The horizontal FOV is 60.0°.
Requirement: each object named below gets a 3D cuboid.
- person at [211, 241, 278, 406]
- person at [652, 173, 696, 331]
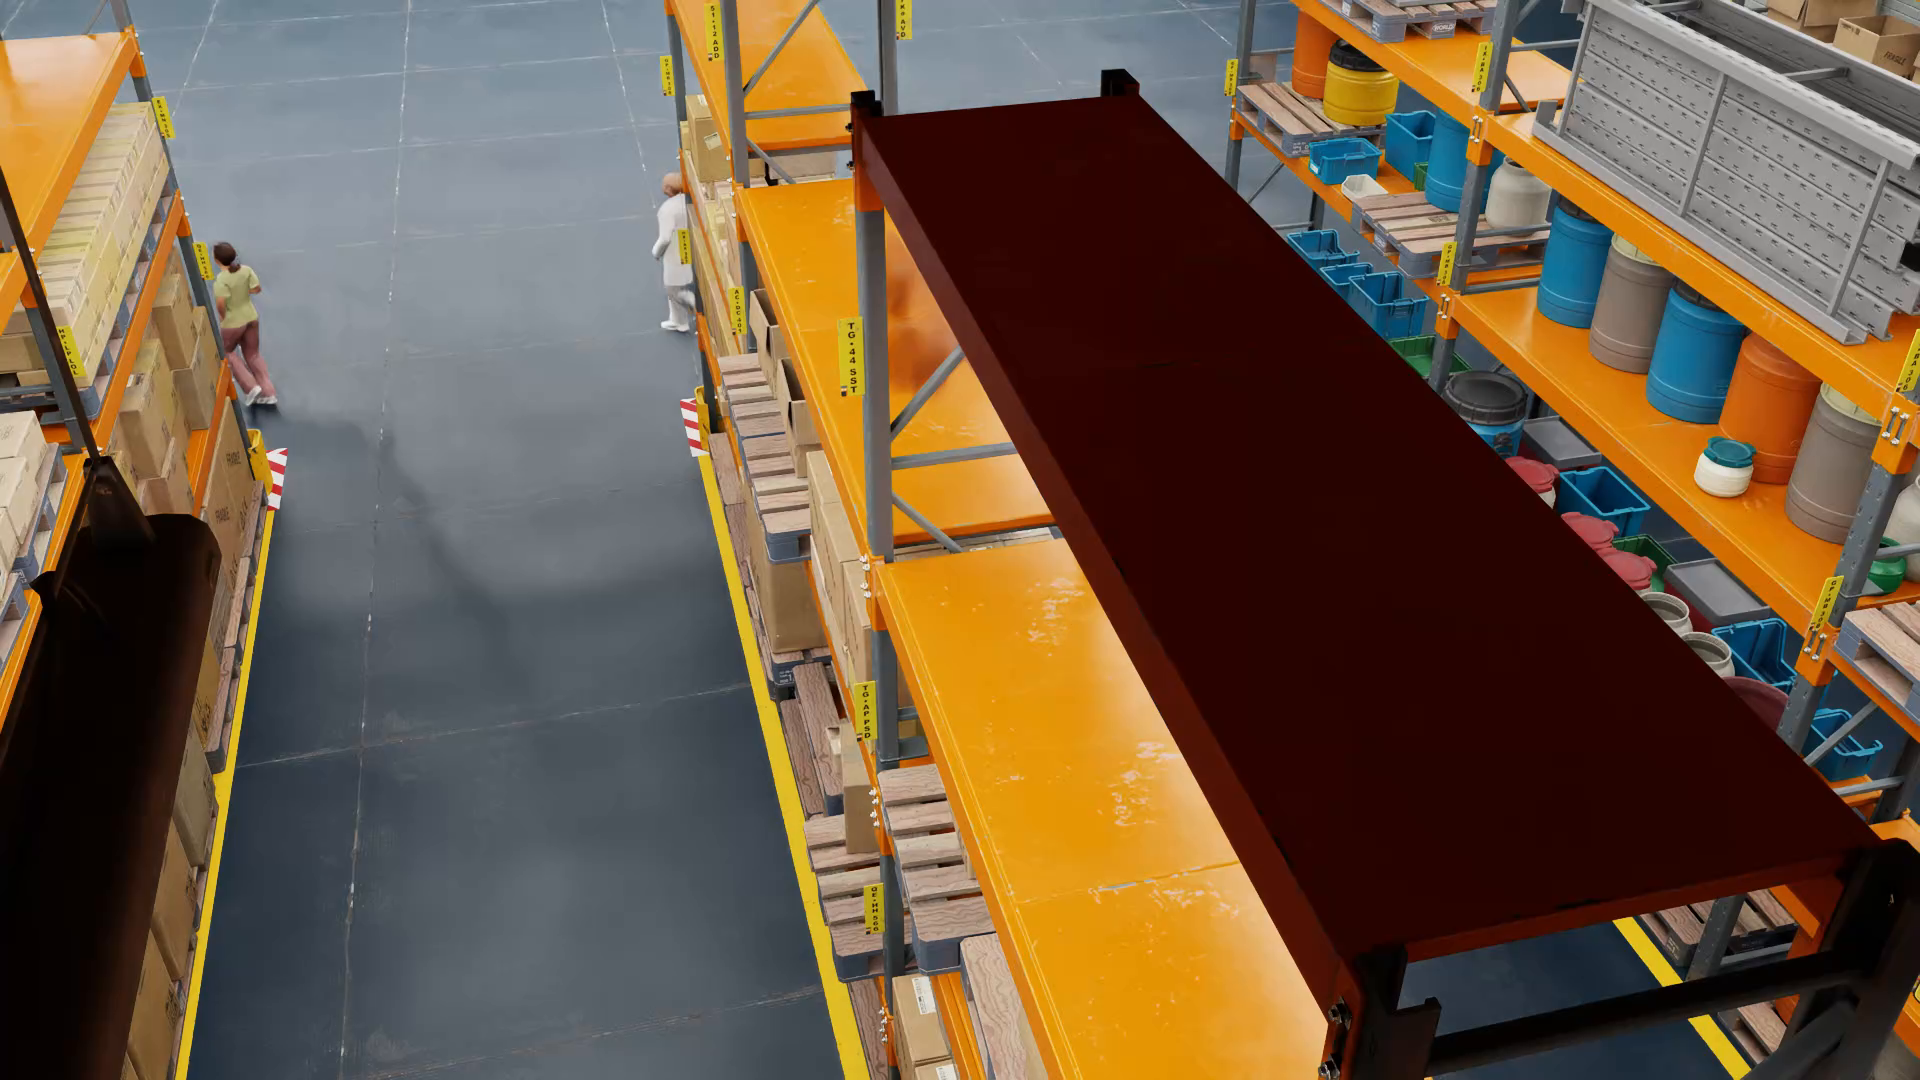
[{"bbox_3d":[-6.783,-2.022,15.613,0.557,1.682,0.582,18,38,25],"label":"person"},{"bbox_3d":[-2.753,-2.836,16.713,0.875,1.773,0.739,15,37,21],"label":"person"}]
